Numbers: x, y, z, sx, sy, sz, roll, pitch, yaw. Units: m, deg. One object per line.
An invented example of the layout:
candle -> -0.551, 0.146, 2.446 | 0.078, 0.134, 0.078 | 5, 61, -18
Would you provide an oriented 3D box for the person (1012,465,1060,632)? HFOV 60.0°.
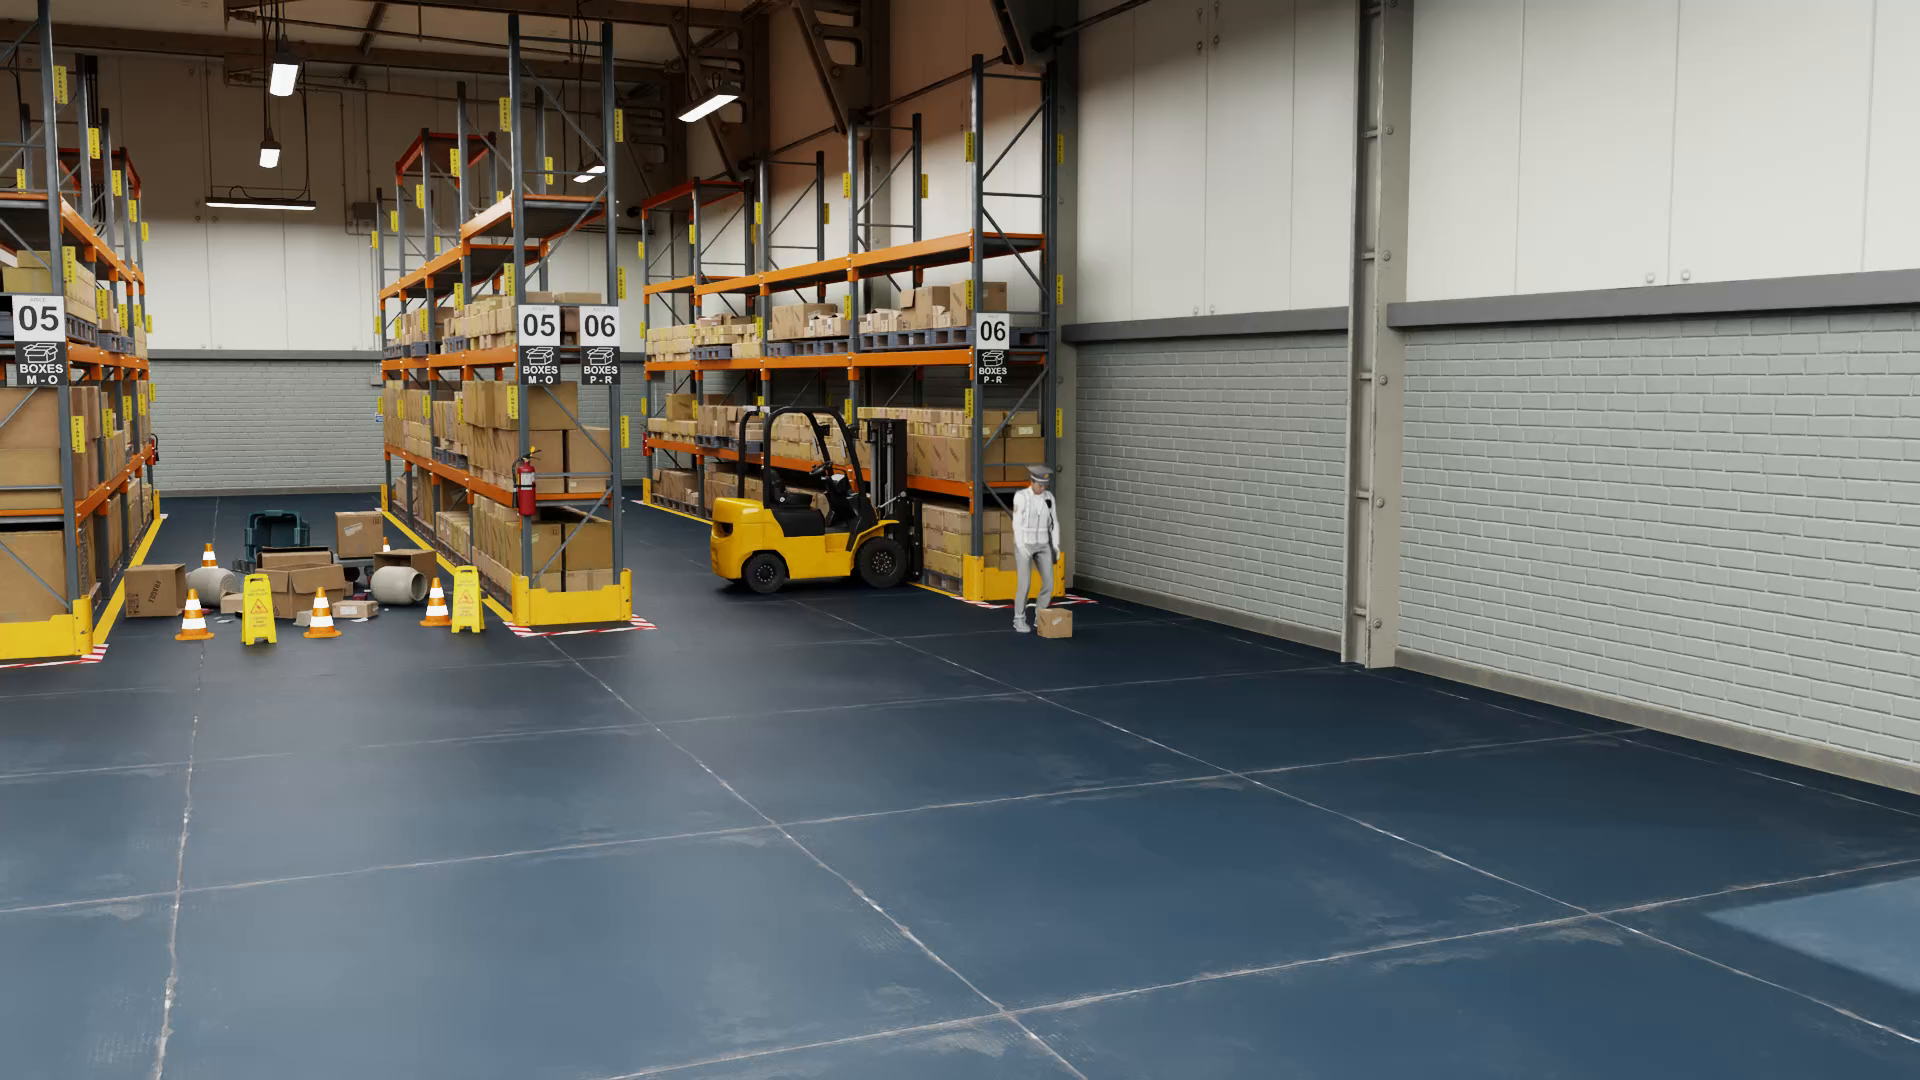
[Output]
person -> 0.754, 0.080, 16.387 | 0.496, 1.635, 0.428 | -2, 6, -22
